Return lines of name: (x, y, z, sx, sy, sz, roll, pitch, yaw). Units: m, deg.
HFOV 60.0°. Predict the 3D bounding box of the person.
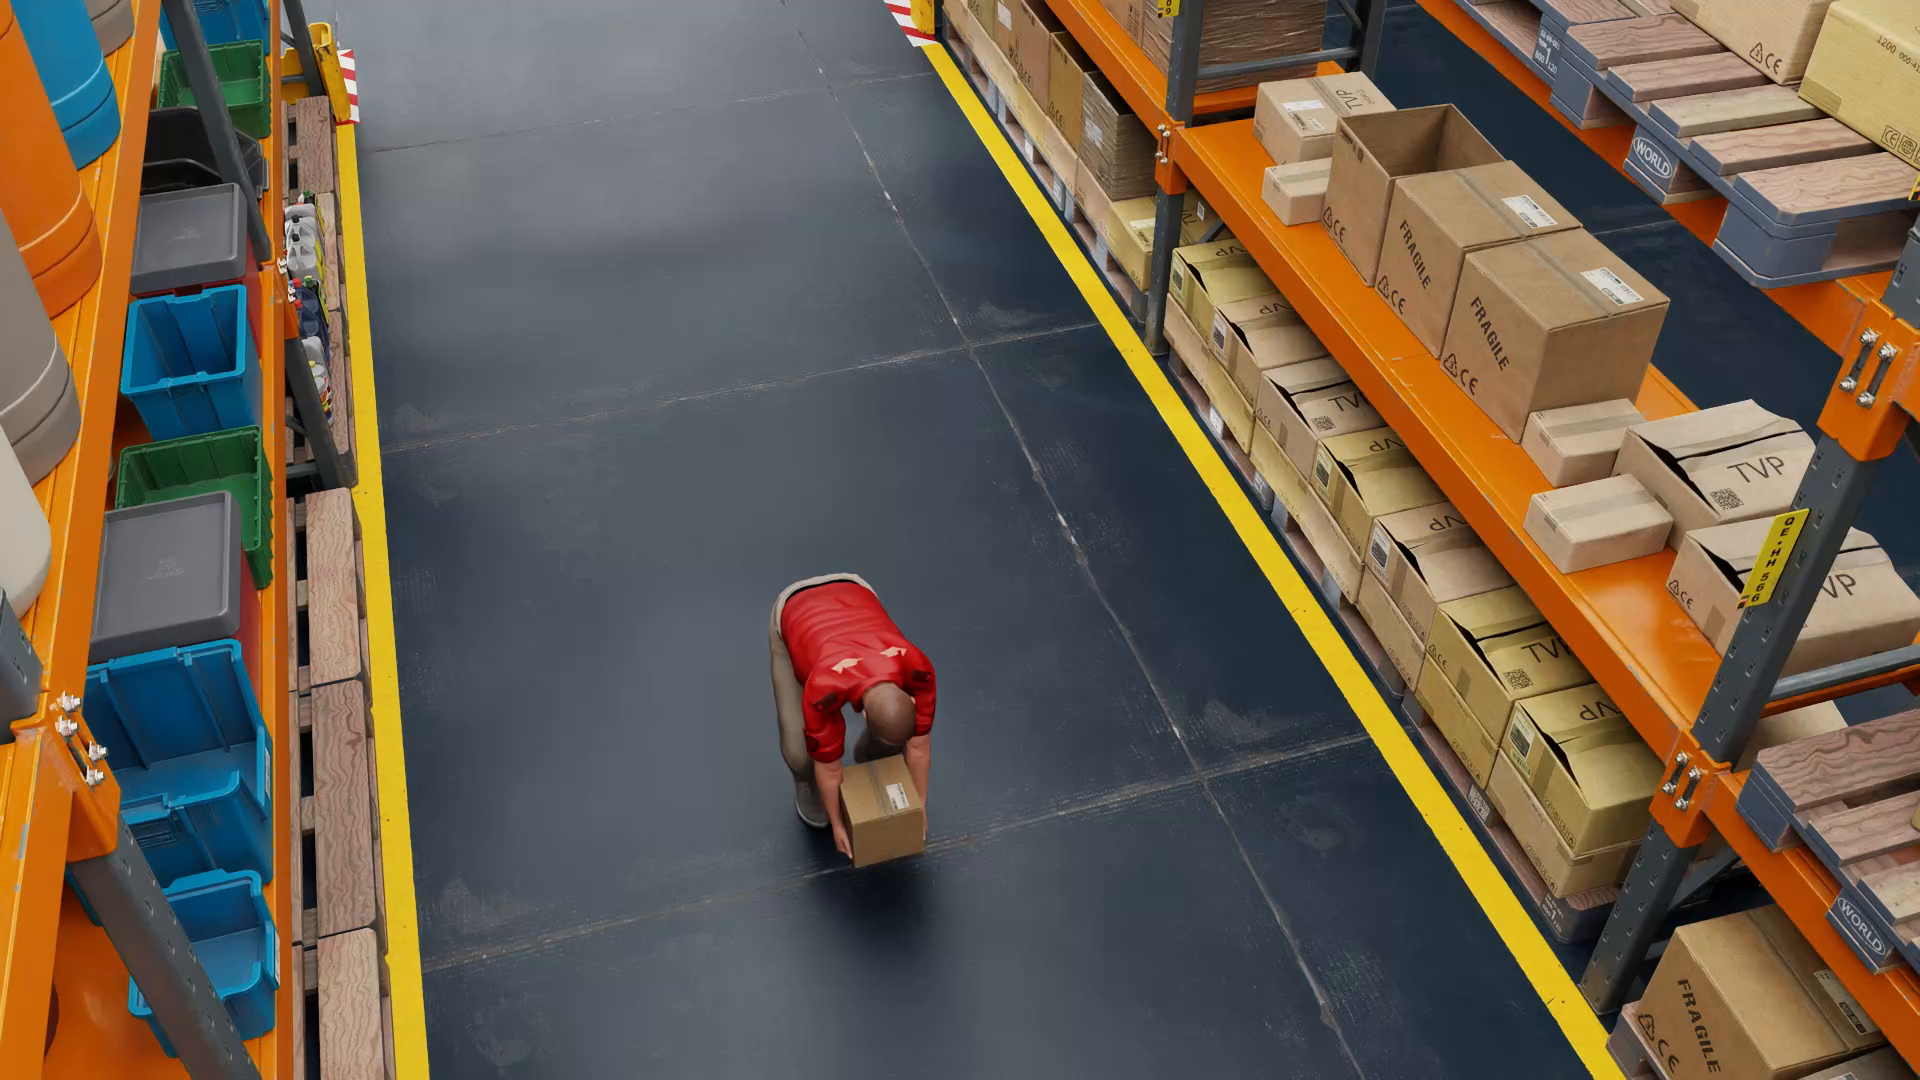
person: (-0.377, 0.669, 5.913, 0.515, 1.083, 0.942, -14, 44, -15)
